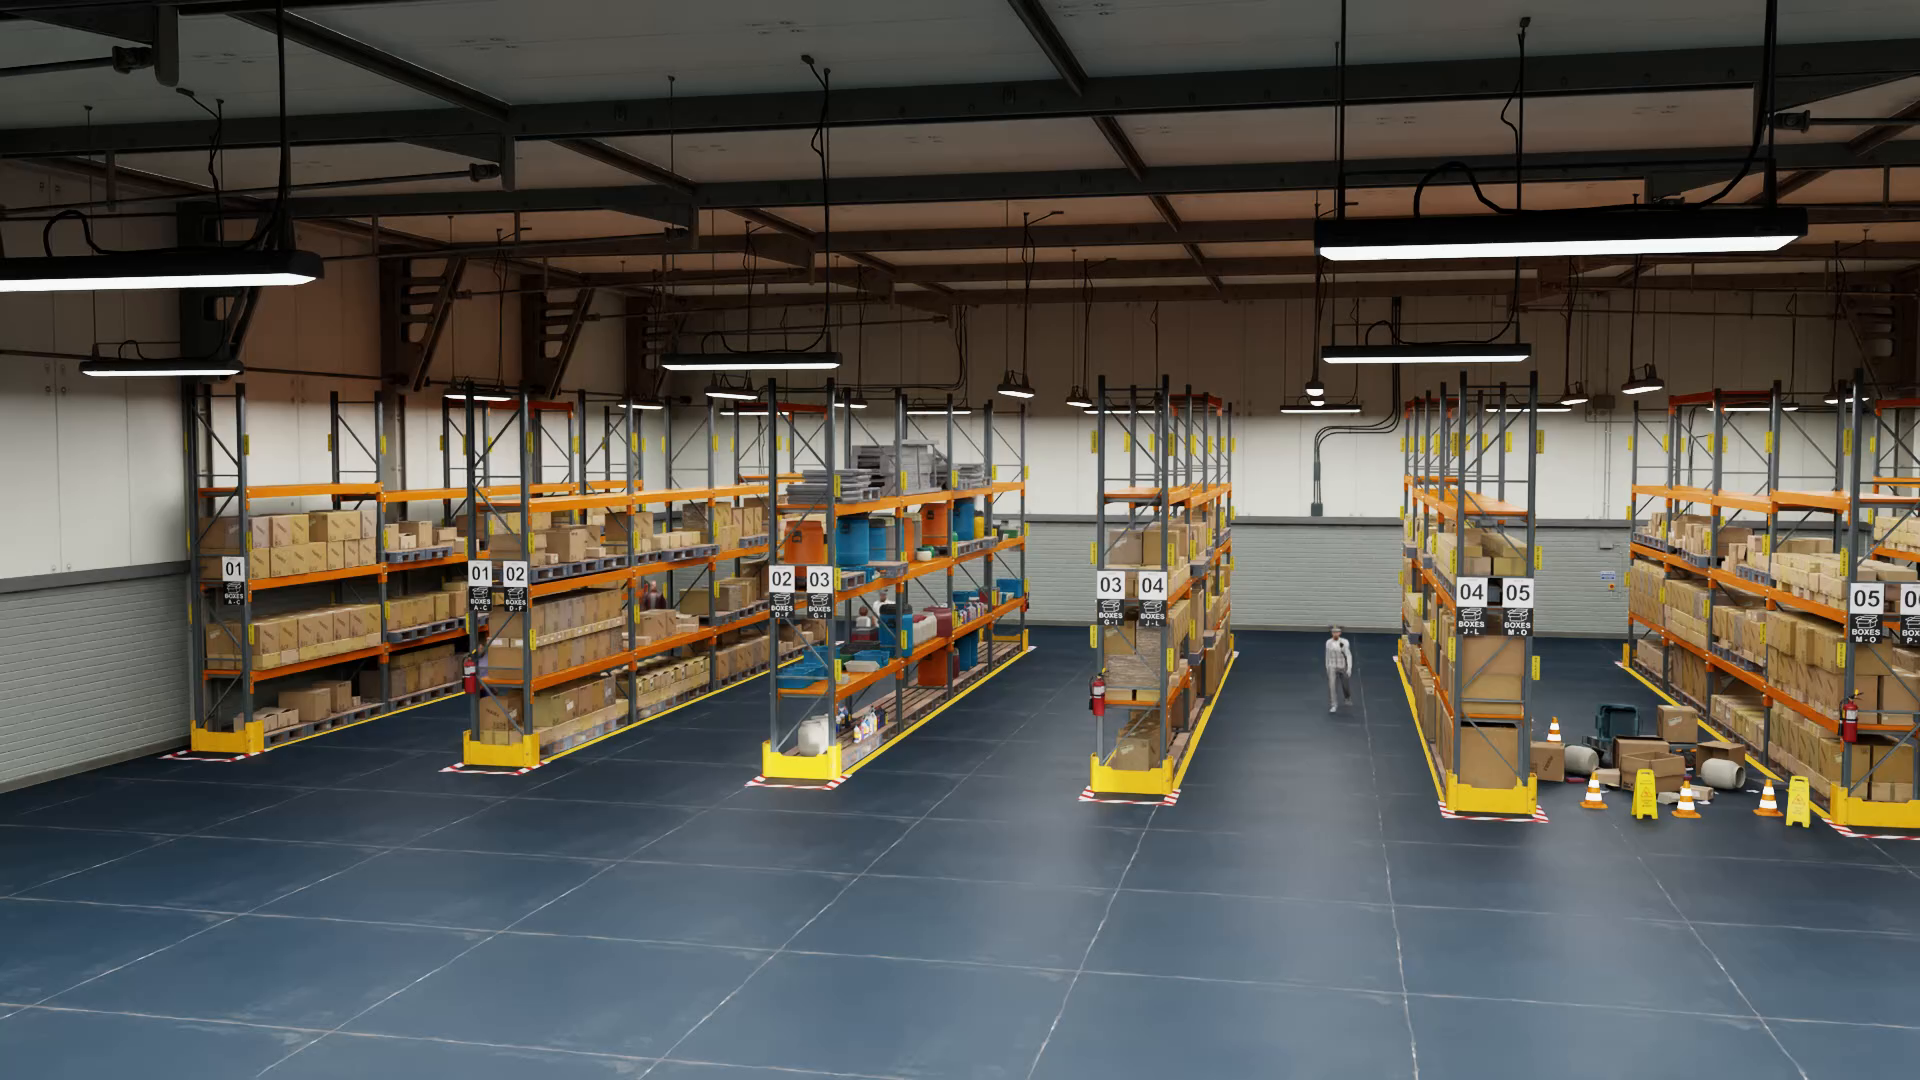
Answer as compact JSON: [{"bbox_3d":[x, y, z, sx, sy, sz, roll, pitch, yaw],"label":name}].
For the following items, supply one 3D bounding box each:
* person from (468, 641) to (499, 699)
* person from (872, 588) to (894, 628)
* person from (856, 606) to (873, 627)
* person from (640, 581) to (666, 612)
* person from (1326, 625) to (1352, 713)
[{"bbox_3d":[-8.231,2.560,28.836,0.571,1.617,0.557,0,3,4],"label":"person"},{"bbox_3d":[-1.766,1.952,38.022,0.622,1.705,1.084,1,3,13],"label":"person"},{"bbox_3d":[-2.019,2.184,35.251,0.455,1.584,0.443,1,3,21],"label":"person"},{"bbox_3d":[-7.371,1.837,39.762,0.547,1.715,1.107,0,3,8],"label":"person"},{"bbox_3d":[7.130,2.394,31.259,0.508,1.632,0.941,1,4,23],"label":"person"}]
